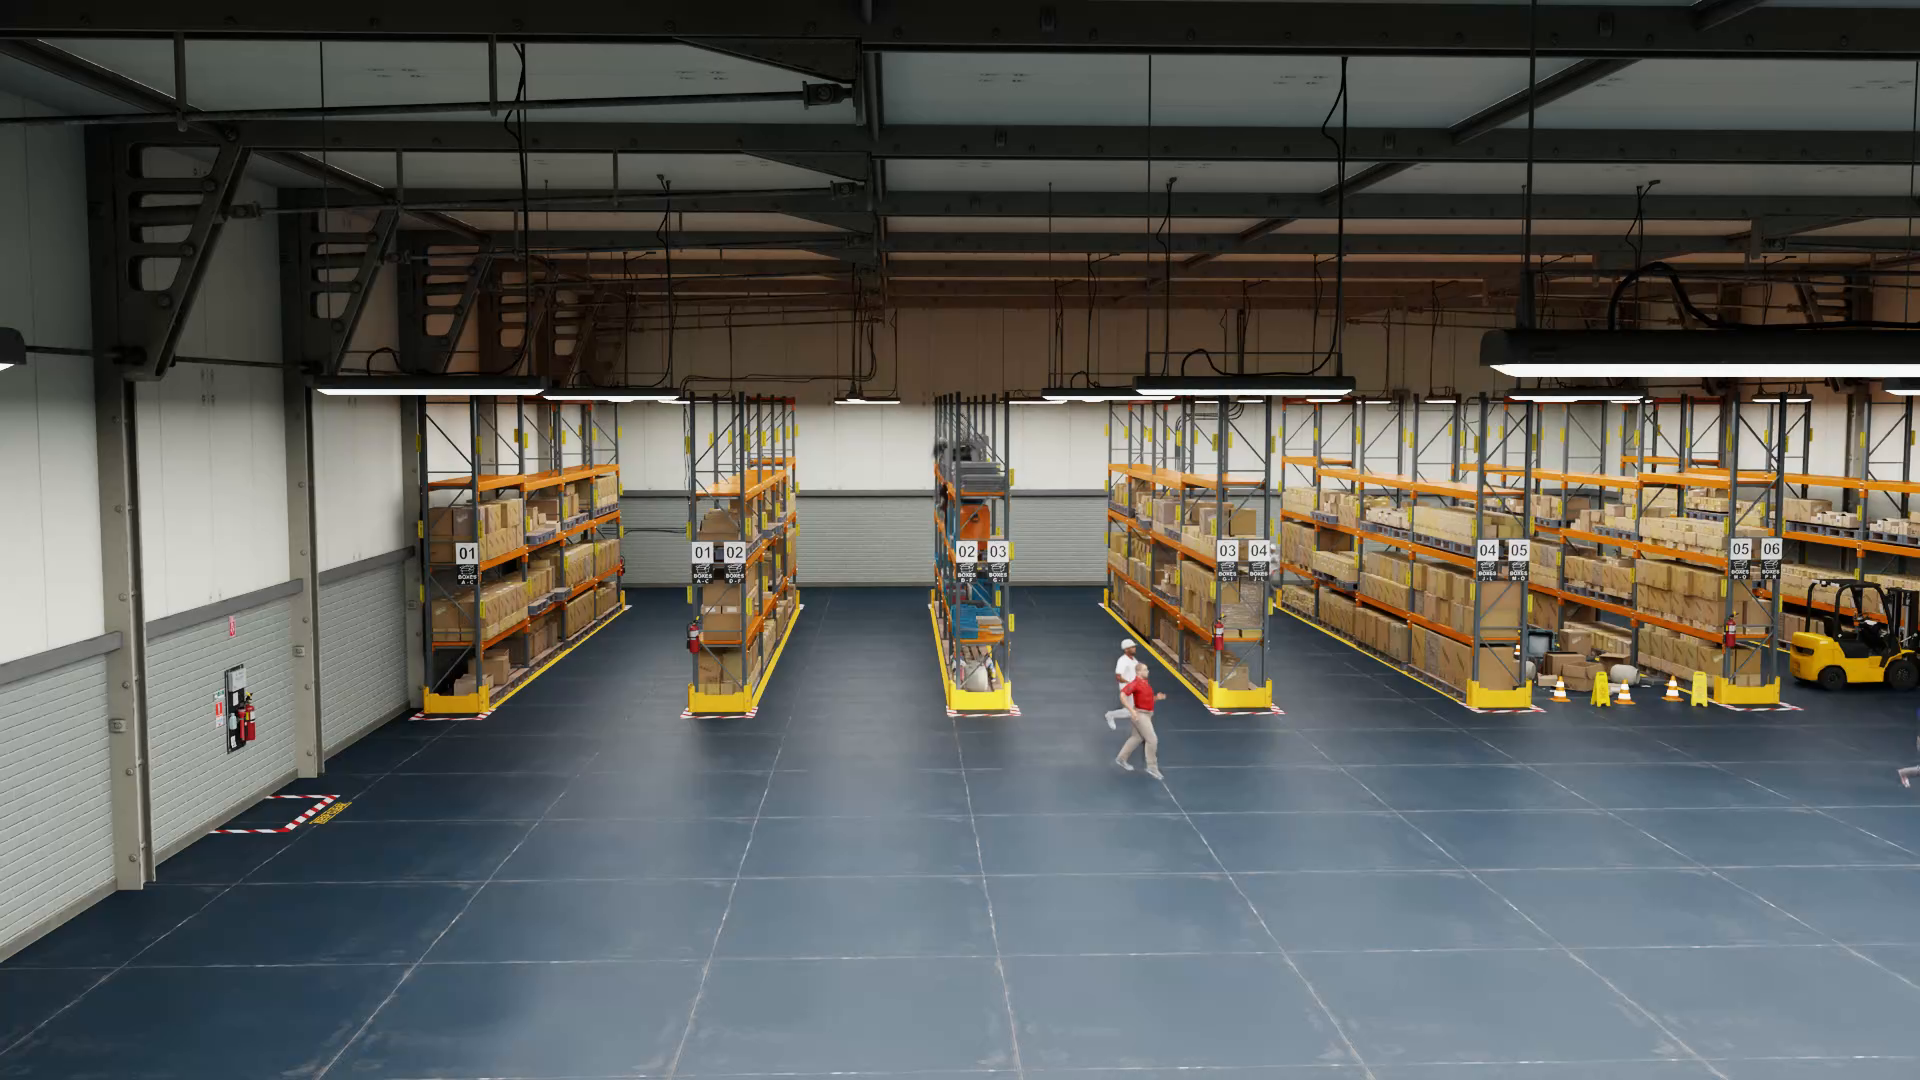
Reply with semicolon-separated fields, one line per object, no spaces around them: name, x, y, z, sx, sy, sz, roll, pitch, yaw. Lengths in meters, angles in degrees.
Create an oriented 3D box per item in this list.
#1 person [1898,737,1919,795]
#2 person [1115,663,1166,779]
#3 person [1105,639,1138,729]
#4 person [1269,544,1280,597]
person;14.117;2.978;24.381;0.592;1.608;0.558;3;5;33
person;2.803;2.795;25.775;0.819;1.788;0.640;1;5;17
person;2.936;2.573;28.695;0.823;1.733;0.712;2;5;28
person;9.010;0.941;49.094;0.892;1.694;0.831;1;5;10
